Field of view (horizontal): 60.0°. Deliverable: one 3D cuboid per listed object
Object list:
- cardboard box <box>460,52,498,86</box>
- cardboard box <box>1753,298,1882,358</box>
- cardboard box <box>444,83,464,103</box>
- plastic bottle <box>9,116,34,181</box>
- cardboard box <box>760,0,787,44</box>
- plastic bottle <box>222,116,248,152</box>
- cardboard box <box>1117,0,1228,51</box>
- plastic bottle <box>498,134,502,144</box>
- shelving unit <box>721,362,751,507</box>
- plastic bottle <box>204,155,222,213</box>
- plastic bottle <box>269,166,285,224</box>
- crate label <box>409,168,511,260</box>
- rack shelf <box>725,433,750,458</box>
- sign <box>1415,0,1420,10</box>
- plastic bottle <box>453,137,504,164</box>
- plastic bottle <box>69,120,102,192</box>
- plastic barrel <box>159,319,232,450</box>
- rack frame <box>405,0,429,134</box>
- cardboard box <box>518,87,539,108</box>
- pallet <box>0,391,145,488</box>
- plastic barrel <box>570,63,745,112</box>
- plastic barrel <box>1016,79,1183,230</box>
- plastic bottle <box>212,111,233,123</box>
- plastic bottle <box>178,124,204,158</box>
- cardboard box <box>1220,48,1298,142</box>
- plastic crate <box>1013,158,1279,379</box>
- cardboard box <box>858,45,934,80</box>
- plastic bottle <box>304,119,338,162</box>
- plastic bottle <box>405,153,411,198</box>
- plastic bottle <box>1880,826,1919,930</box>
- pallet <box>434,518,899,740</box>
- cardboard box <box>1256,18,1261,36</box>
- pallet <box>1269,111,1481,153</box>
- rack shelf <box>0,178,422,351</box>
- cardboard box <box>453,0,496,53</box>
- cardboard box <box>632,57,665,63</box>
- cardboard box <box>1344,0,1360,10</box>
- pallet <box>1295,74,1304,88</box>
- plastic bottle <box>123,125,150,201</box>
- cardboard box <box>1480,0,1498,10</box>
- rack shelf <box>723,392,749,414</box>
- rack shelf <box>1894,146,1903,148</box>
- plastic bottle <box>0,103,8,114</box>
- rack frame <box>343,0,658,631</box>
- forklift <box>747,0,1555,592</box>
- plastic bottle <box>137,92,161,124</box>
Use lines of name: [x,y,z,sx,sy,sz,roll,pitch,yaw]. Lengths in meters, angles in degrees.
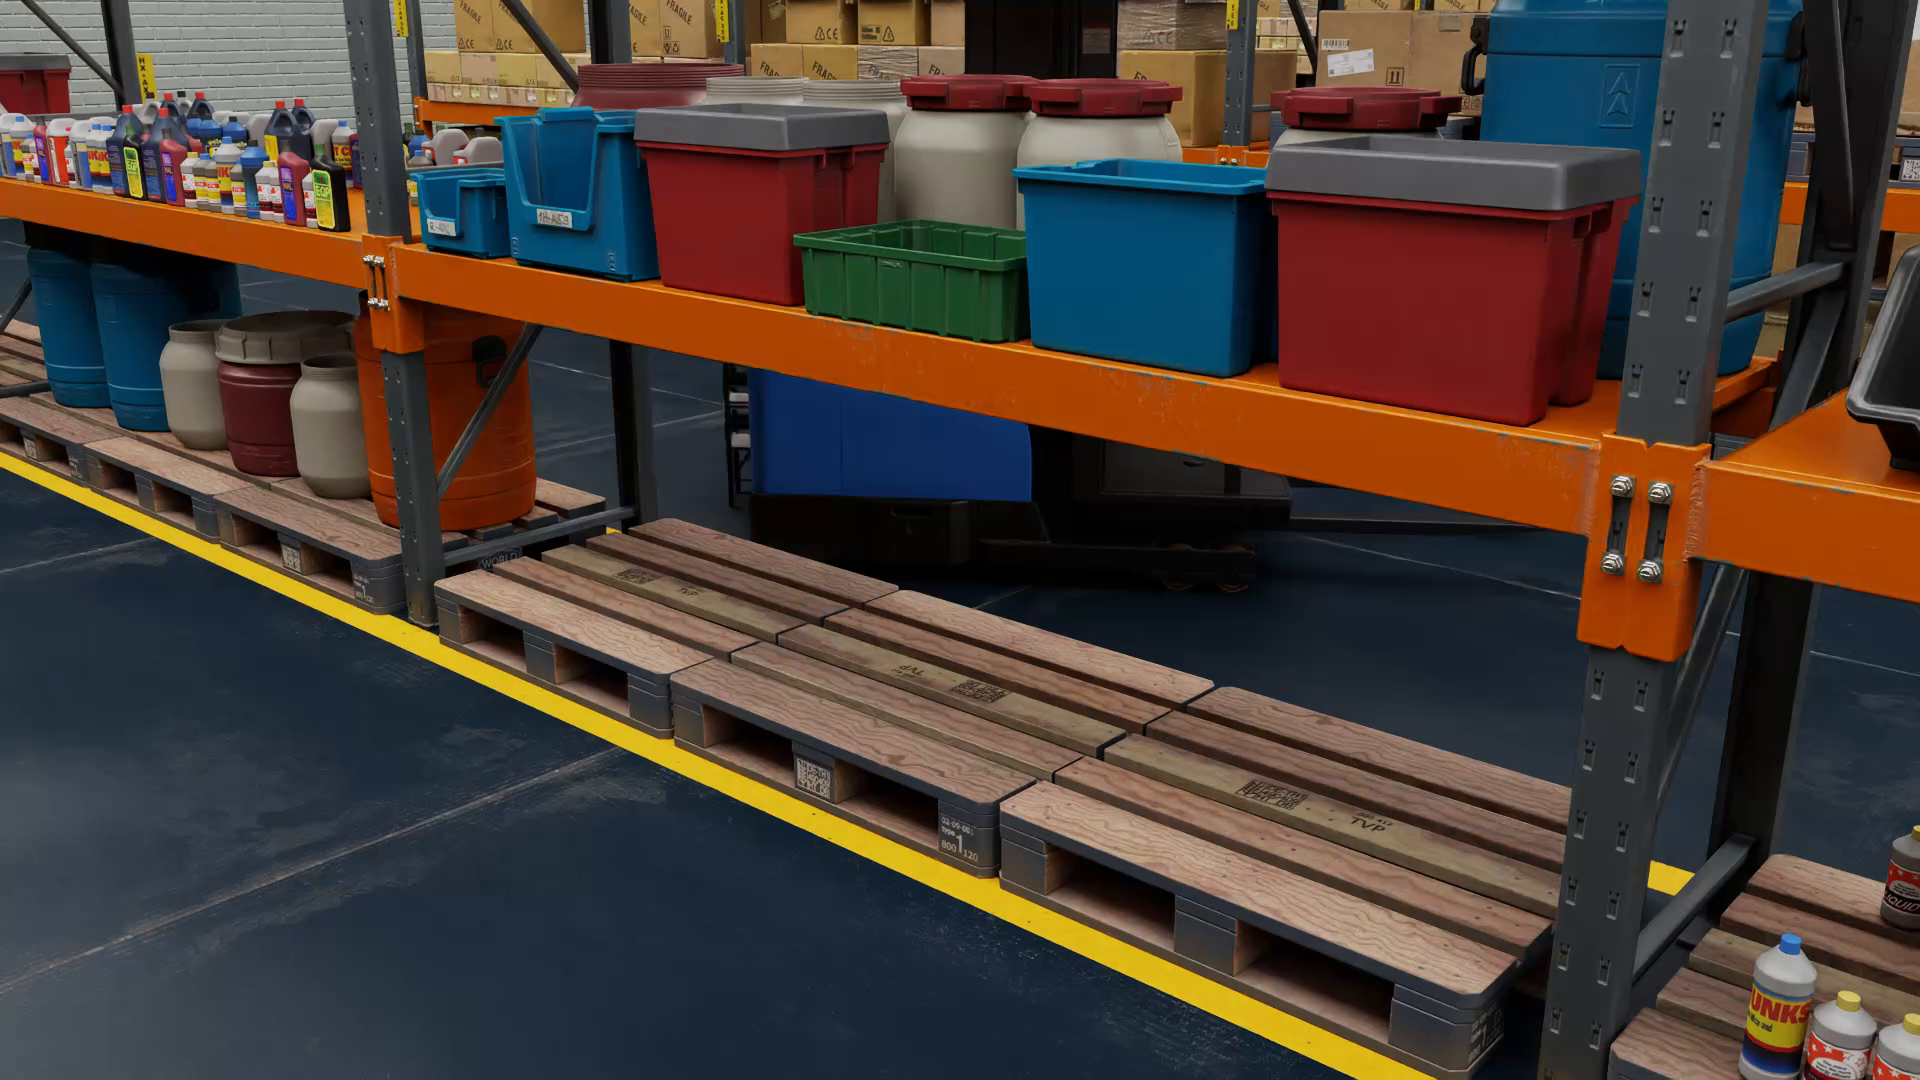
cardboard box: [-3.641,-3.784,13.331,0.500,0.250,0.500,15,23,39]
cardboard box: [3.972,-0.811,7.613,0.500,0.500,0.700,15,23,39]
cardboard box: [-3.975,-3.657,13.591,0.250,0.149,0.380,15,23,38]
plastic bottle: [-4.074,-1.707,7.243,0.097,0.271,0.097,0,18,0]
cardboard box: [-1.411,-3.752,11.993,0.500,0.500,0.500,15,23,39]
plastic bottle: [-3.145,-1.703,7.230,0.097,0.271,0.097,0,18,0]
cardboard box: [1.234,-3.044,9.420,0.637,0.503,0.797,16,24,41]
plastic bottle: [-1.696,-1.375,6.198,0.097,0.271,0.097,0,18,0]
shelving unit: [-0.857,-0.599,7.011,0.258,0.900,0.210,0,18,1]
plastic bottle: [-2.715,-1.308,6.104,0.097,0.201,0.097,0,18,0]
plastic bottle: [-2.350,-1.210,5.796,0.097,0.201,0.097,0,18,0]
crate label: [-1.452,-0.998,5.073,0.416,0.233,0.303,15,23,39]
rack shelf: [-0.857,-0.396,7.076,0.258,0.077,0.200,0,18,1]
sign: [4.989,-5.737,18.169,0.005,0.325,0.100,15,23,39]
plastic bottle: [-1.728,-1.313,5.996,0.135,0.276,0.152,15,23,39]
plastic bottle: [-3.550,-1.579,6.834,0.135,0.276,0.152,15,23,39]
plastic barrel: [-3.222,-0.675,7.200,0.421,0.512,0.421,0,18,0]
rack frame: [-4.214,-3.974,14.174,0.127,3.000,1.000,15,23,39]
cardboard box: [-3.204,-3.450,12.940,0.250,0.149,0.380,15,23,39]
pallet: [-3.960,-0.557,8.016,1.213,0.211,1.003,15,23,39]
plastic barrel: [-0.970,-1.287,5.484,0.708,0.536,0.600,15,23,39]
plastic barrel: [0.355,-0.898,4.256,0.433,0.535,0.433,0,18,0]
plastic bottle: [-3.350,-1.810,7.562,0.135,0.276,0.152,15,23,39]
plastic bottle: [-3.001,-1.475,6.494,0.133,0.283,0.061,15,23,39]
cardboard box: [1.587,-2.574,9.599,0.500,0.500,0.500,16,24,41]
plastic crate: [0.442,-0.587,3.530,0.575,0.384,0.392,15,23,39]
cardboard box: [-0.293,-2.868,10.525,0.500,0.500,0.500,14,23,38]
plastic bottle: [-2.664,-1.626,6.982,0.135,0.276,0.152,15,23,39]
plastic bottle: [-2.141,-1.461,6.586,0.097,0.201,0.097,0,18,0]
plastic bottle: [1.952,0.683,3.400,0.097,0.201,0.097,0,18,0]
pallet: [-0.964,0.247,5.486,1.213,0.211,1.003,15,23,39]
cardboard box: [2.538,-4.347,14.087,0.250,0.149,0.380,15,23,40]
pallet: [2.373,-2.157,8.767,1.003,0.211,1.213,15,23,39]
rack shelf: [-3.014,-1.306,6.956,4.000,0.370,1.077,15,23,39]
cardboard box: [-3.660,-4.144,13.226,0.500,0.500,0.500,14,23,38]
cardboard box: [-2.115,-3.374,12.039,0.500,0.250,0.500,16,24,41]
cardboard box: [4.445,-6.073,18.970,0.500,0.500,0.500,15,23,38]
pallet: [2.621,-3.995,14.557,1.213,0.211,1.003,15,23,39]
plastic bottle: [-3.197,-1.469,6.476,0.133,0.283,0.061,15,23,39]
cardboard box: [5.893,-5.688,17.756,0.500,0.500,0.500,15,23,39]
rack shelf: [-0.857,-0.567,7.021,0.258,0.077,0.200,0,18,1]
rack shelf: [6.633,-2.725,11.428,4.000,0.370,1.077,15,23,39]
plastic bottle: [-4.431,-1.874,7.641,0.185,0.351,0.144,15,23,39]
rack frame: [-1.518,-1.247,5.582,0.127,3.000,1.000,15,23,39]
forklift: [0.760,-1.379,6.111,3.031,2.935,1.130,2,18,6]
plastic bottle: [-3.701,-1.883,7.669,0.185,0.351,0.144,15,23,39]
